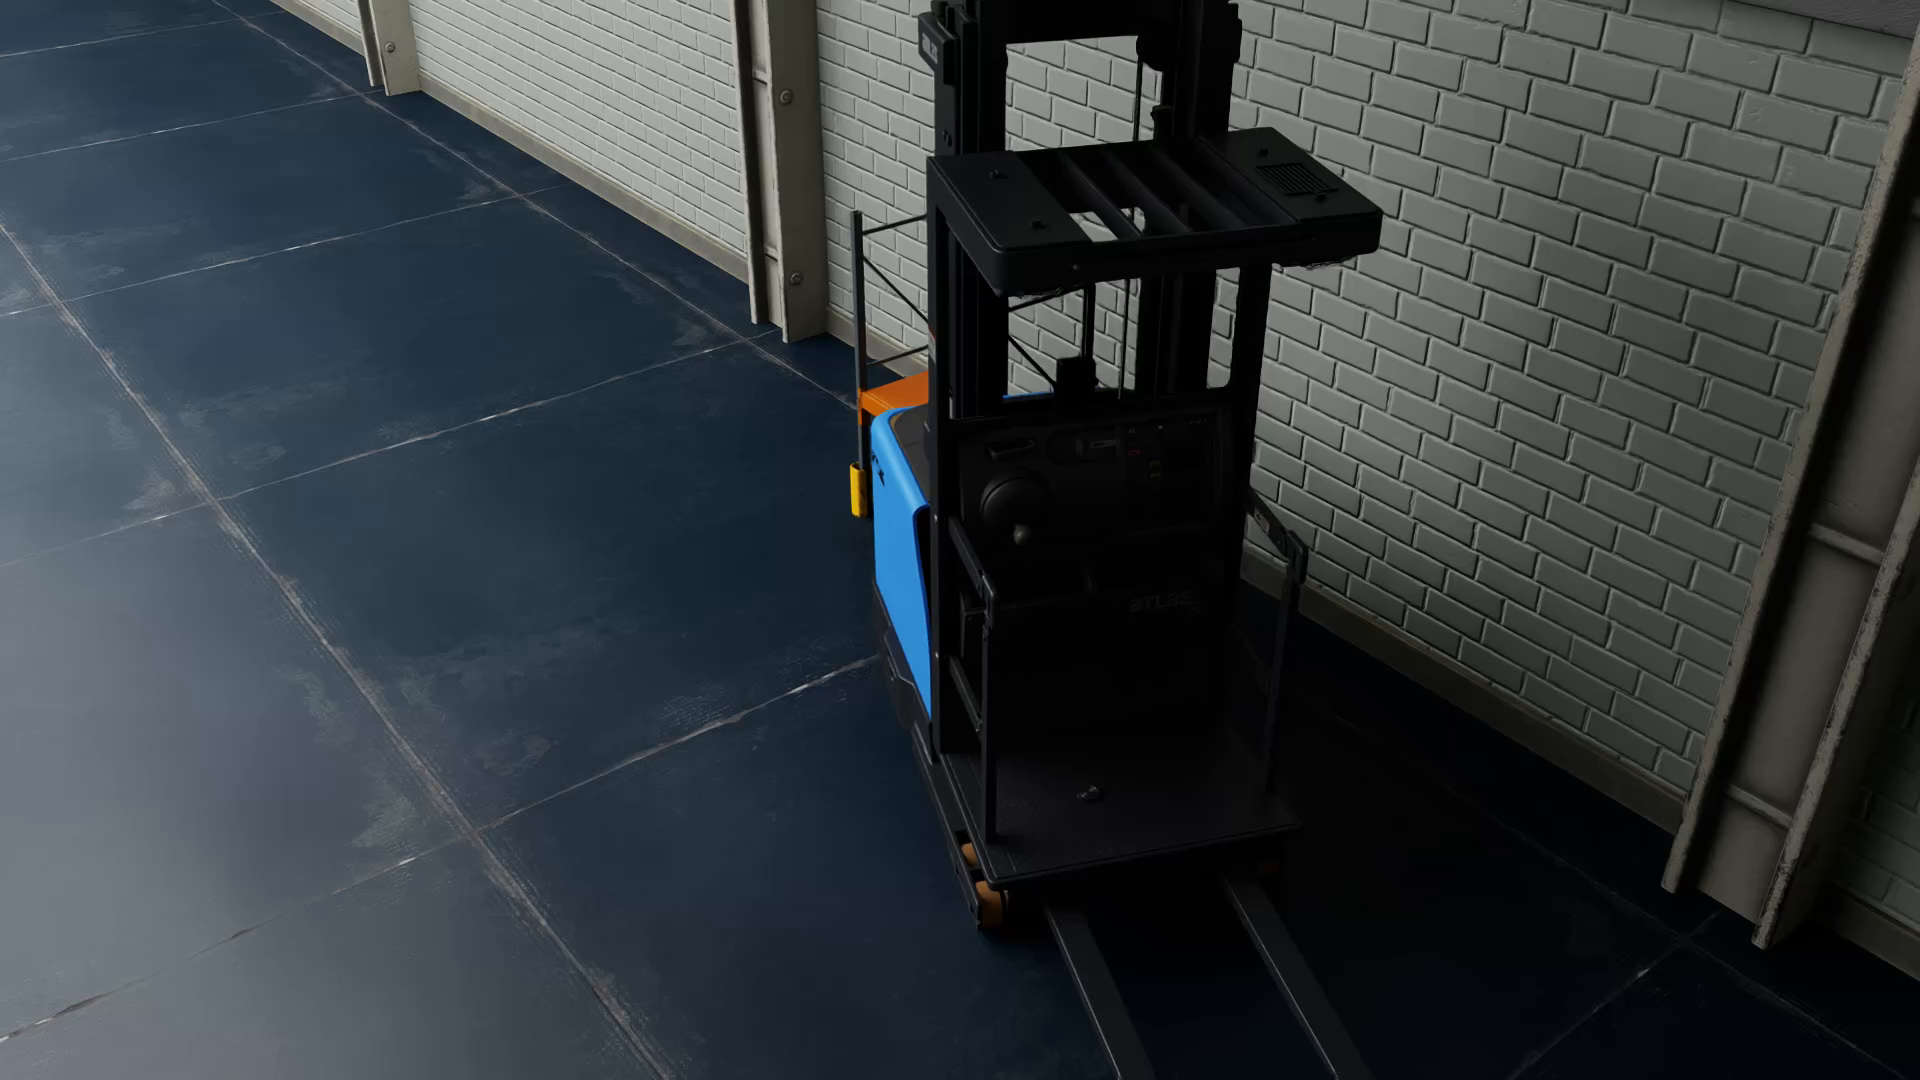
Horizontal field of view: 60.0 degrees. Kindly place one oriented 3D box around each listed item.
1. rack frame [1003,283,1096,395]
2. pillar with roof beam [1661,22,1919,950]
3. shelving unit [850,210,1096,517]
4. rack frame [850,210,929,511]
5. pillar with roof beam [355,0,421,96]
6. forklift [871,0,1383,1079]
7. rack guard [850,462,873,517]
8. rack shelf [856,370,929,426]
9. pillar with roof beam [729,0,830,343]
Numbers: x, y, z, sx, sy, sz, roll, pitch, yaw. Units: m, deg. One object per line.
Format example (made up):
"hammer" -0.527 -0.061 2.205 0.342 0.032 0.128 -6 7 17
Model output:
"rack frame" 0.347 -0.426 7.015 0.500 1.500 0.032 -22 38 -31
"pillar with roof beam" -0.713 -1.191 1.139 9.100 9.000 0.400 -22 38 -31
"shelving unit" 0.033 -0.644 7.365 0.587 1.500 1.083 -22 38 -31
"rack frame" -0.269 -0.853 7.702 0.500 1.500 0.032 -22 38 -31
"pillar with roof beam" -8.072 -6.192 9.191 9.100 9.000 0.400 -22 38 -31
"forklift" 0.503 -0.157 5.226 1.130 2.935 3.031 -8 33 -12
"rack guard" -0.268 -0.322 8.031 0.587 0.250 0.087 -22 38 -31
"rack shelf" 0.039 -0.487 7.453 0.538 0.185 1.000 -22 38 -31
"pillar with roof beam" -4.393 -3.692 5.165 9.100 9.000 0.400 -22 38 -31
